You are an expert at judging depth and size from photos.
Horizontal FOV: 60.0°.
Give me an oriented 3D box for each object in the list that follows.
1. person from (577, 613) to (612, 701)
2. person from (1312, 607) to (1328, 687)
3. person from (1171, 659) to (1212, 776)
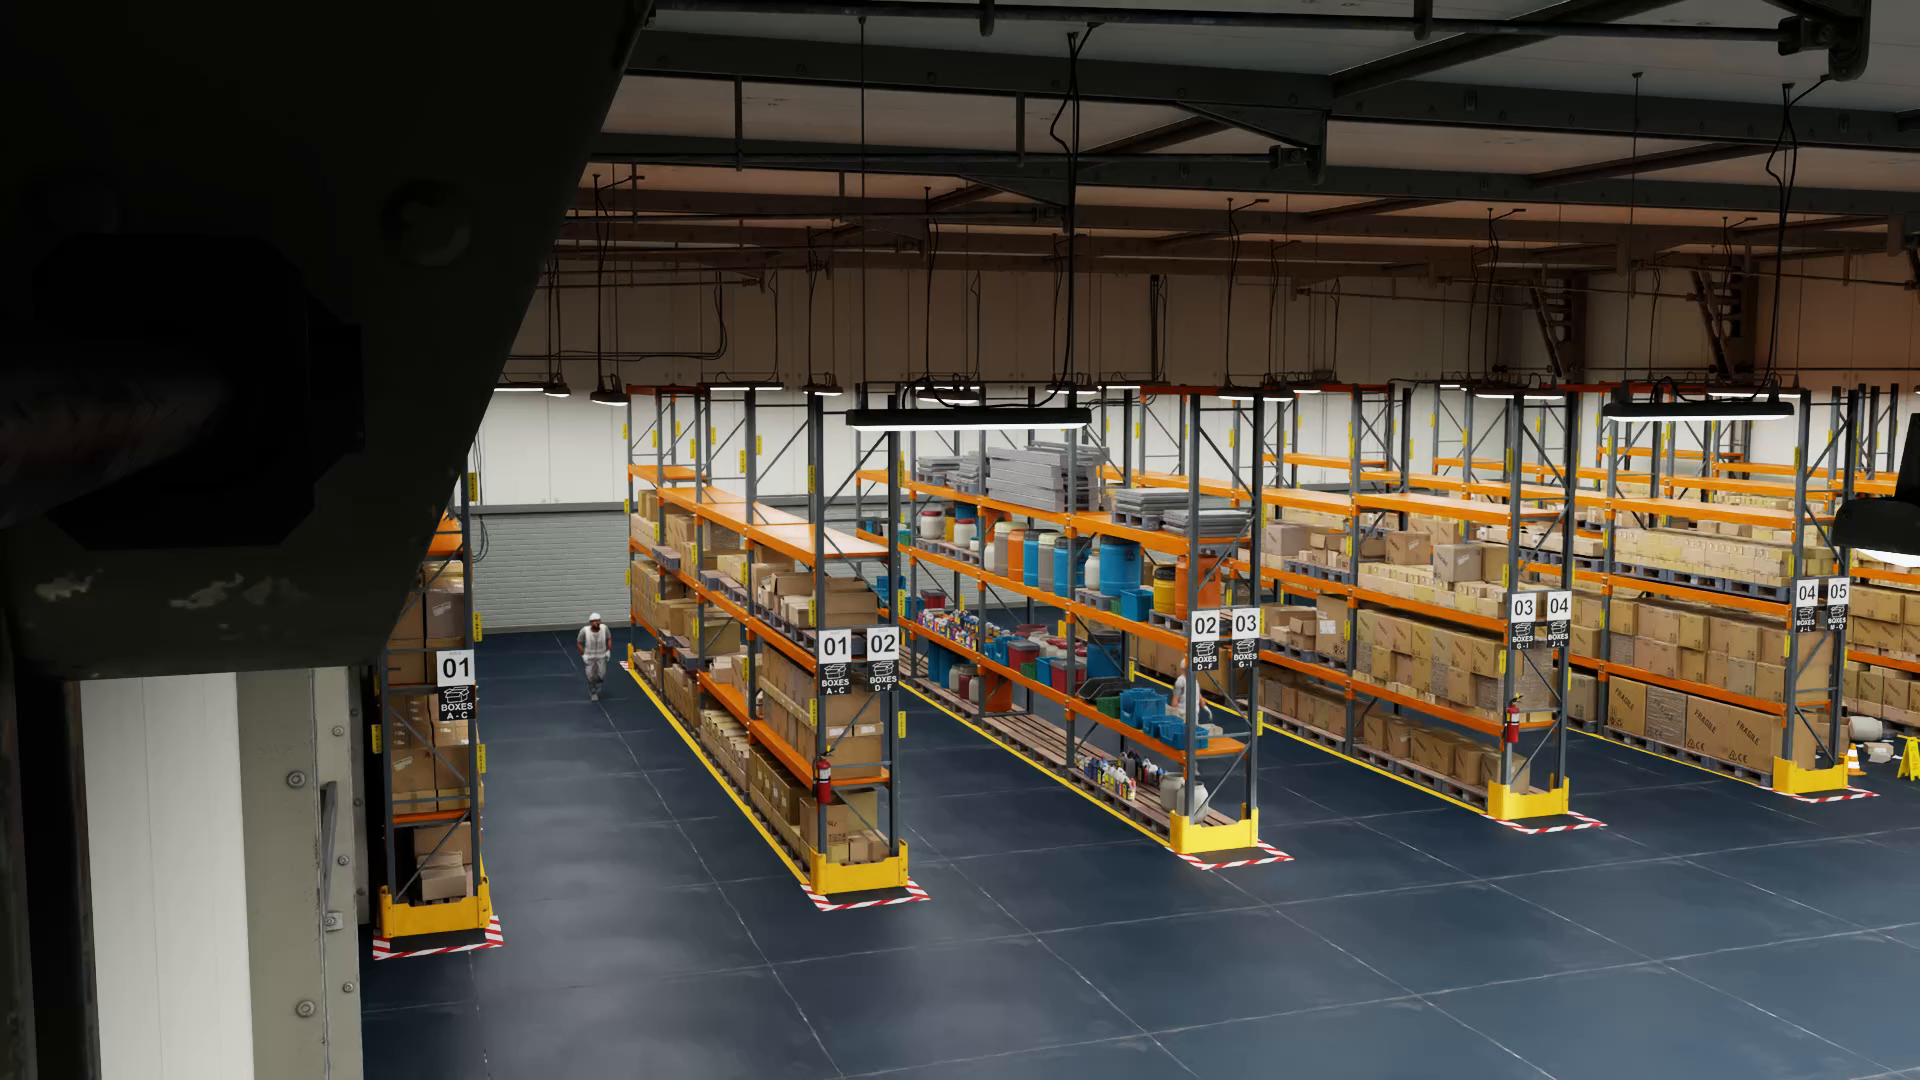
[{"bbox_3d":[-6.980,2.214,31.755,0.654,1.710,0.665,-2,6,-15],"label":"person"},{"bbox_3d":[6.855,2.143,32.220,0.554,1.681,0.919,-1,6,-6],"label":"person"},{"bbox_3d":[3.617,2.771,26.092,0.569,1.844,0.595,4,7,37],"label":"person"}]
